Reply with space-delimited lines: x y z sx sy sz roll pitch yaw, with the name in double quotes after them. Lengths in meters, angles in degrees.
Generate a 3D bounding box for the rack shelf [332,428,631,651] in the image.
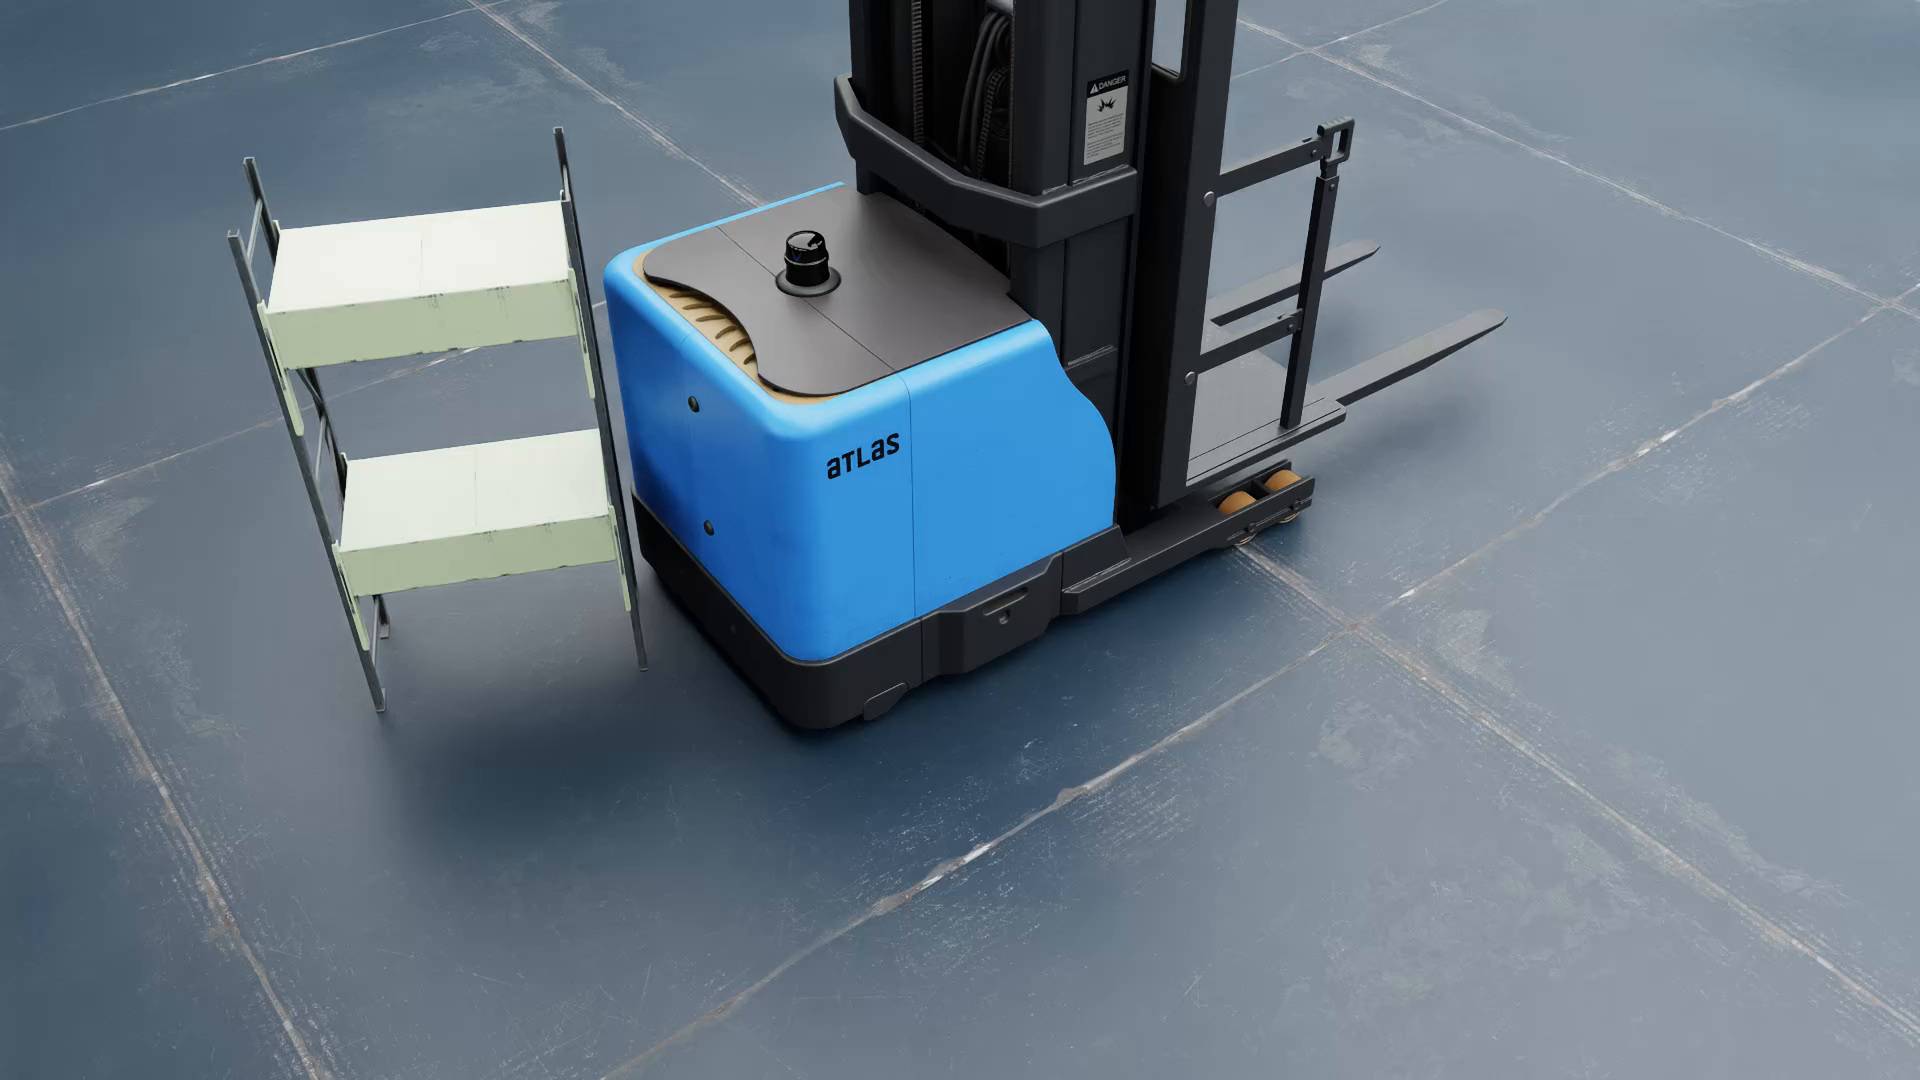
-1.312 -0.020 4.606 0.720 0.370 0.431 -8 40 -10 "rack shelf"

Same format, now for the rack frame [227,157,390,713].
-1.669 -0.220 4.336 0.023 1.500 0.400 -8 40 -10 "rack frame"

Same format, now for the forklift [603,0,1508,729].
0.512 -1.366 4.604 3.031 2.935 1.130 -24 45 -27 "forklift"

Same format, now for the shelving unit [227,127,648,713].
-1.312 -0.272 4.400 0.755 1.500 0.431 -8 40 -10 "shelving unit"

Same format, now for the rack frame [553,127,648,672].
-0.955 -0.325 4.463 0.023 1.500 0.400 -8 40 -10 "rack frame"

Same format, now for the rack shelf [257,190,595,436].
-1.312 -0.574 4.152 0.720 0.370 0.431 -8 40 -10 "rack shelf"
